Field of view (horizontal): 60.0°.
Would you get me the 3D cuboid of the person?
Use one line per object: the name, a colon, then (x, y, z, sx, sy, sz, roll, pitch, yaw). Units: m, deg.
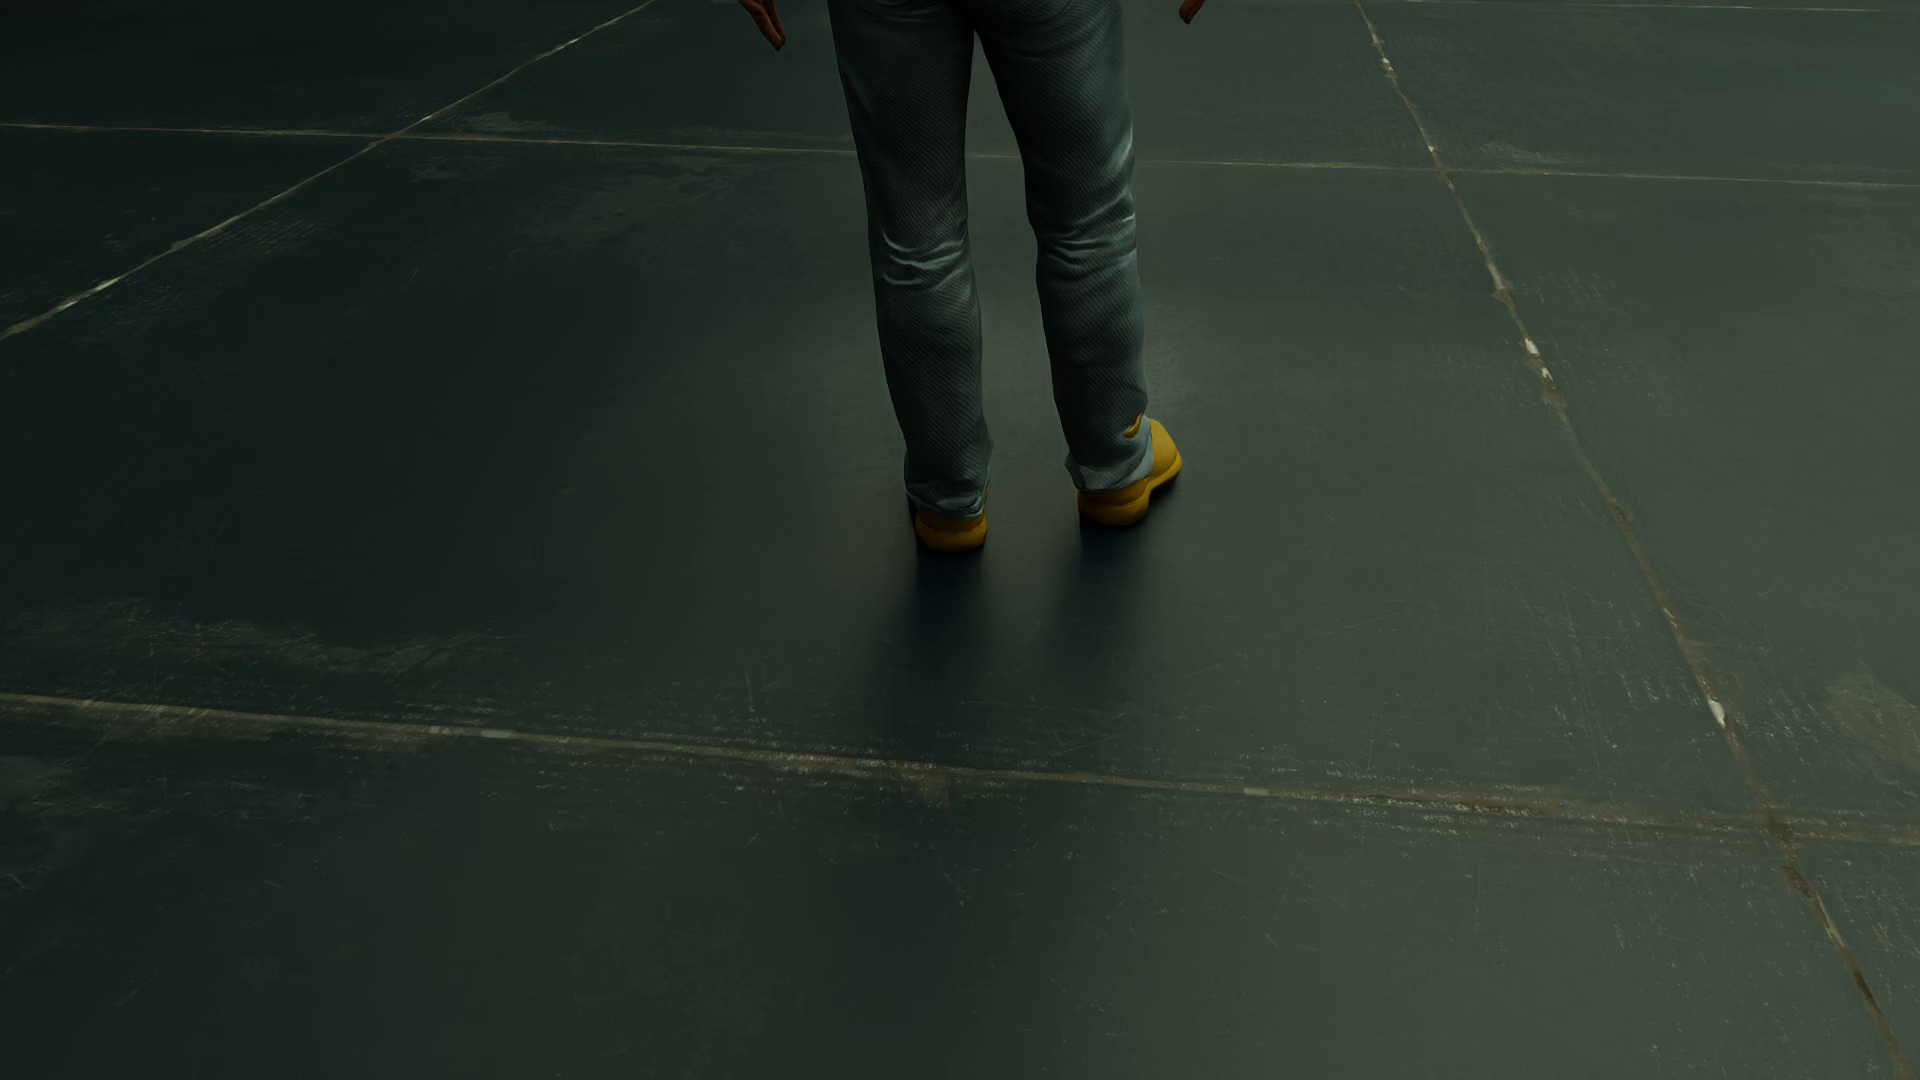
person: (0.015, -0.825, 2.165, 0.665, 1.762, 0.575, 3, 27, 7)
